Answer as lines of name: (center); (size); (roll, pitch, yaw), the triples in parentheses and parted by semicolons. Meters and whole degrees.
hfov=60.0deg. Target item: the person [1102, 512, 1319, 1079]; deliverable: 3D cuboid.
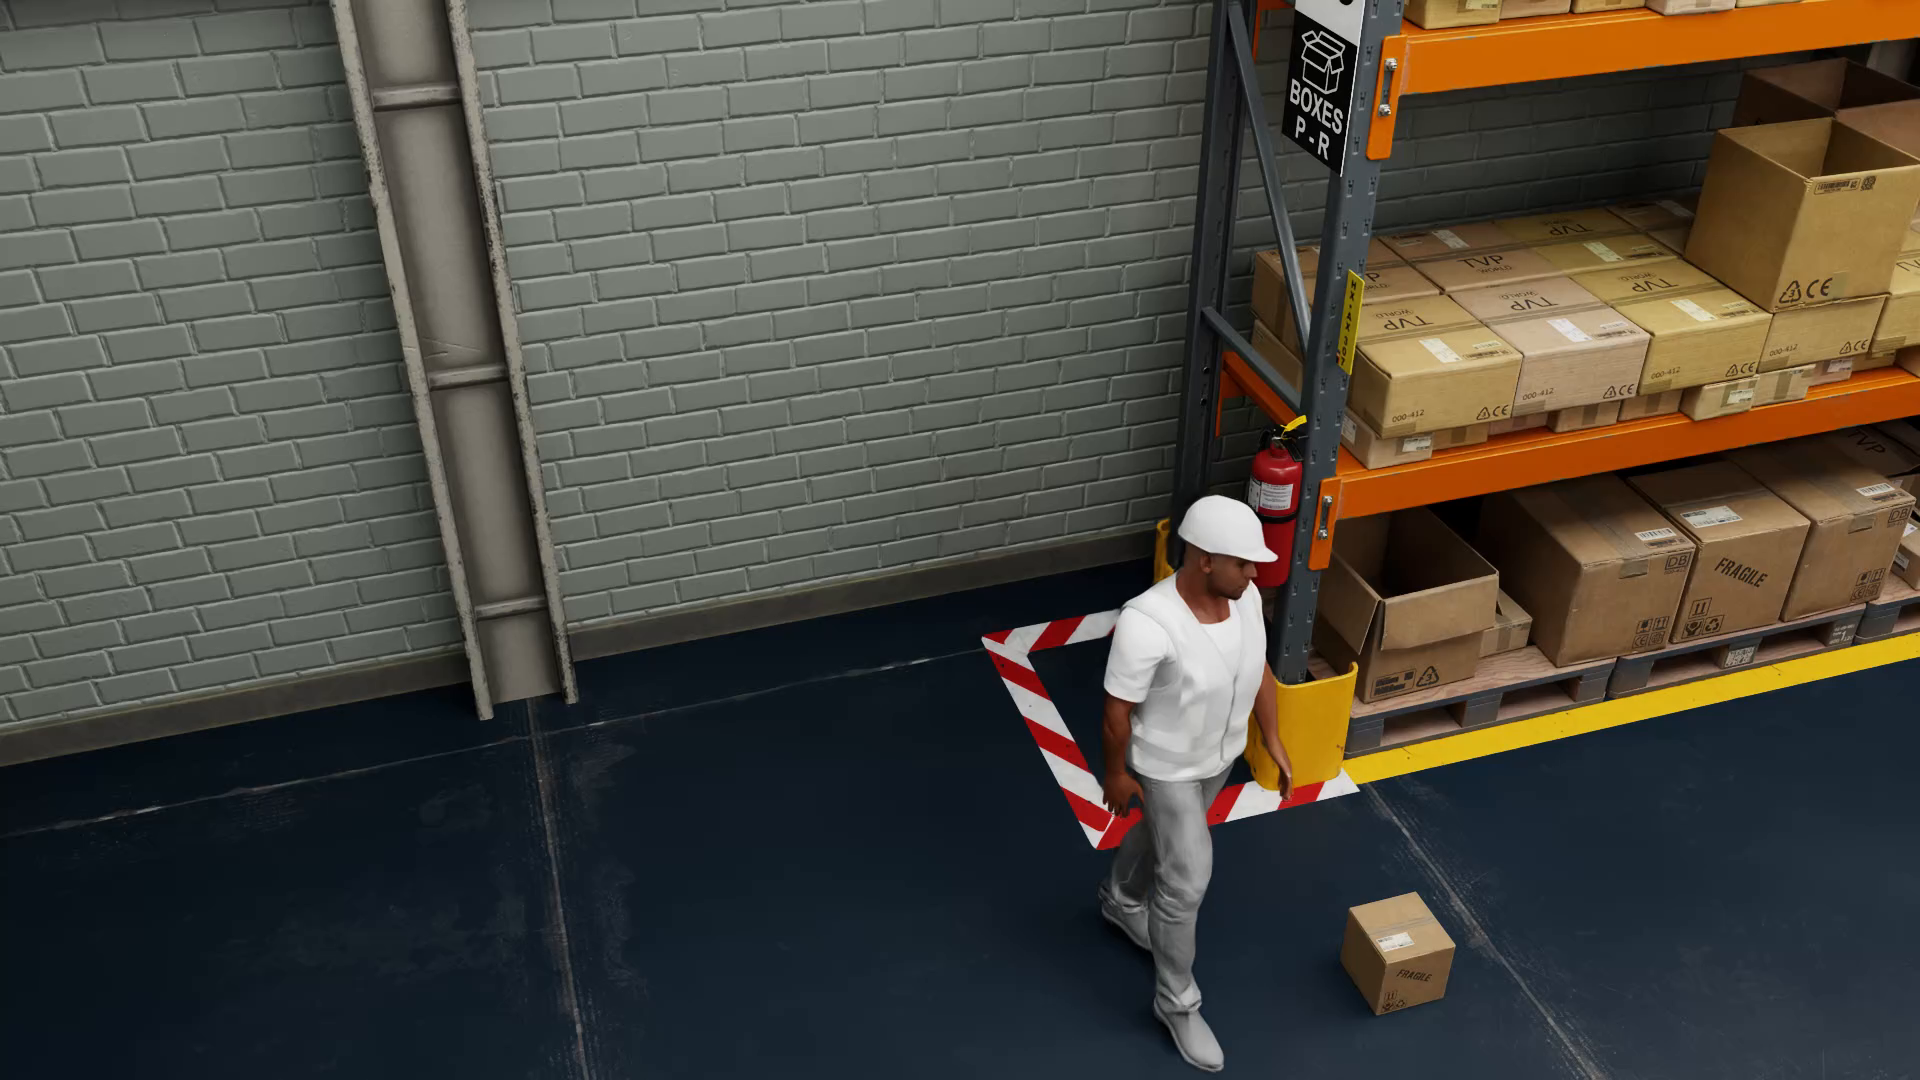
person: (0.822, 0.722, 5.020); (0.902, 1.716, 0.601); (28, 43, 36)
